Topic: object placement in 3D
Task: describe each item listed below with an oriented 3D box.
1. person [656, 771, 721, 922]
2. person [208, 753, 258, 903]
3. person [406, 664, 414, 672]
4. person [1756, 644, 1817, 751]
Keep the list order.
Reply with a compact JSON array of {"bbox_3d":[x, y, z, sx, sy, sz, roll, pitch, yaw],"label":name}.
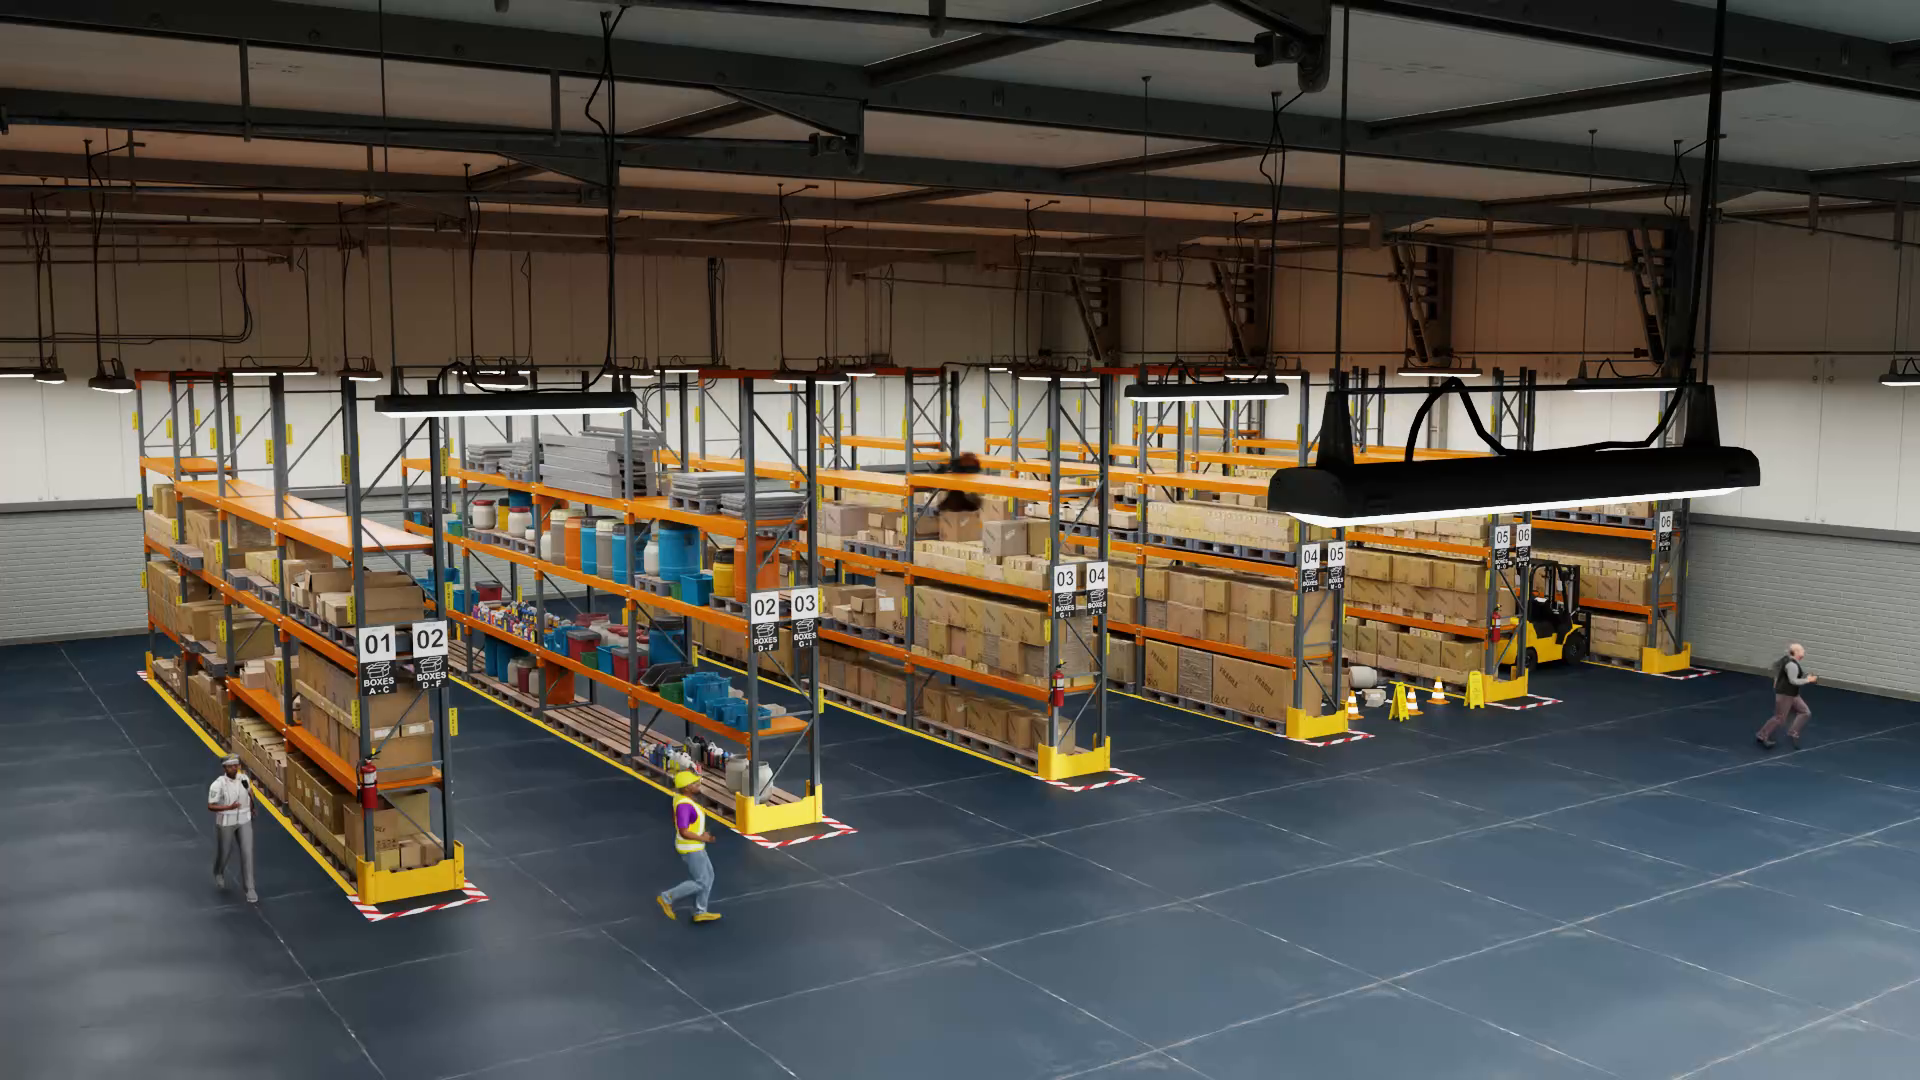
[{"bbox_3d":[-3.019,3.402,18.424,0.713,1.723,0.707,-2,7,-13],"label":"person"},{"bbox_3d":[-8.430,3.290,19.313,0.579,1.684,0.942,-6,9,-41],"label":"person"},{"bbox_3d":[-8.819,2.512,26.934,0.537,1.604,0.639,-5,8,-38],"label":"person"},{"bbox_3d":[13.170,2.497,26.489,0.823,1.733,0.680,3,7,25],"label":"person"}]
